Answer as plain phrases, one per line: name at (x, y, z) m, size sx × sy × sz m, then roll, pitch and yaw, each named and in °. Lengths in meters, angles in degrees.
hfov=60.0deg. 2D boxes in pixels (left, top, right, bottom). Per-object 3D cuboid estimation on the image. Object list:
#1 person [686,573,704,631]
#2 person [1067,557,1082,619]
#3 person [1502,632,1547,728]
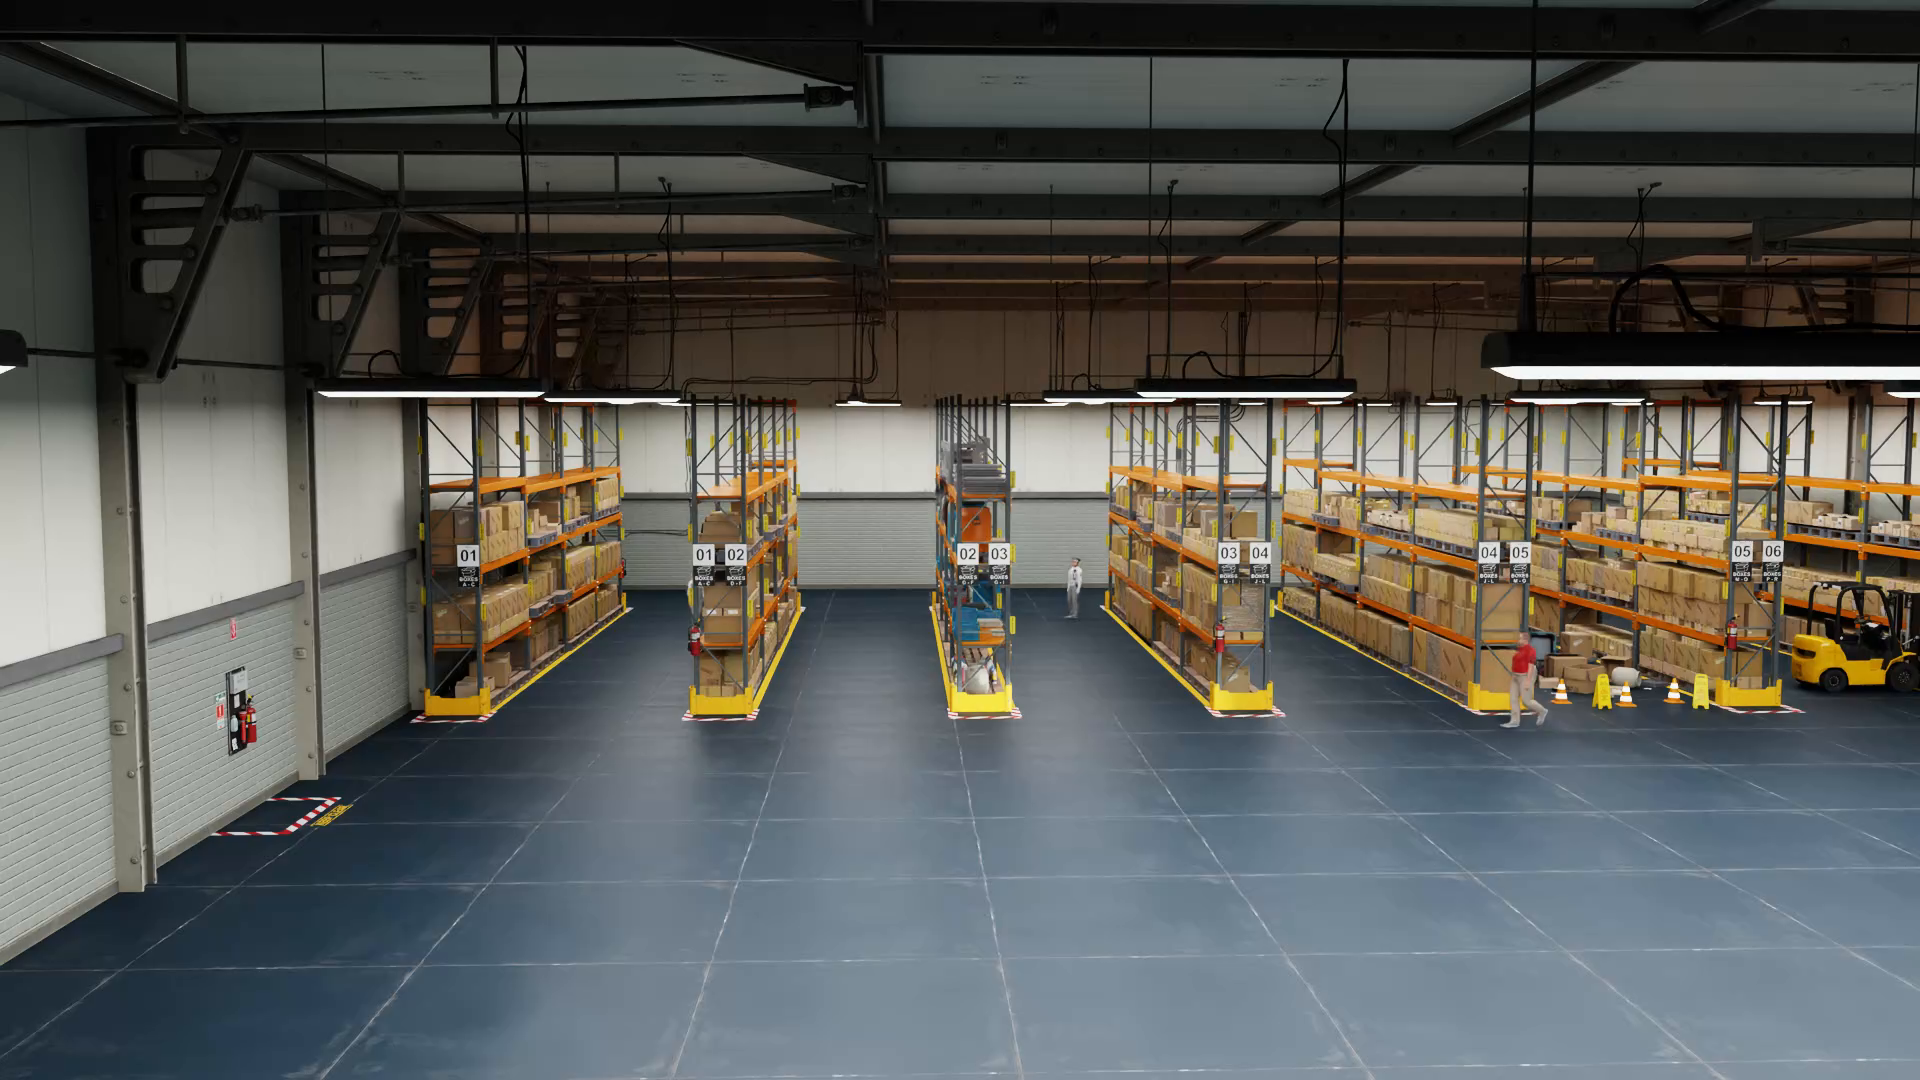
person at (-6.696, 1.596, 42.331) m, size 0.522 × 1.620 × 0.695 m, roll -1°, pitch 5°, yaw -10°
person at (3.117, 1.341, 45.575) m, size 0.409 × 1.764 × 0.523 m, roll -2°, pitch 5°, yaw -24°
person at (10.131, 2.509, 29.819) m, size 0.761 × 1.714 × 0.515 m, roll -2°, pitch 5°, yaw -23°
